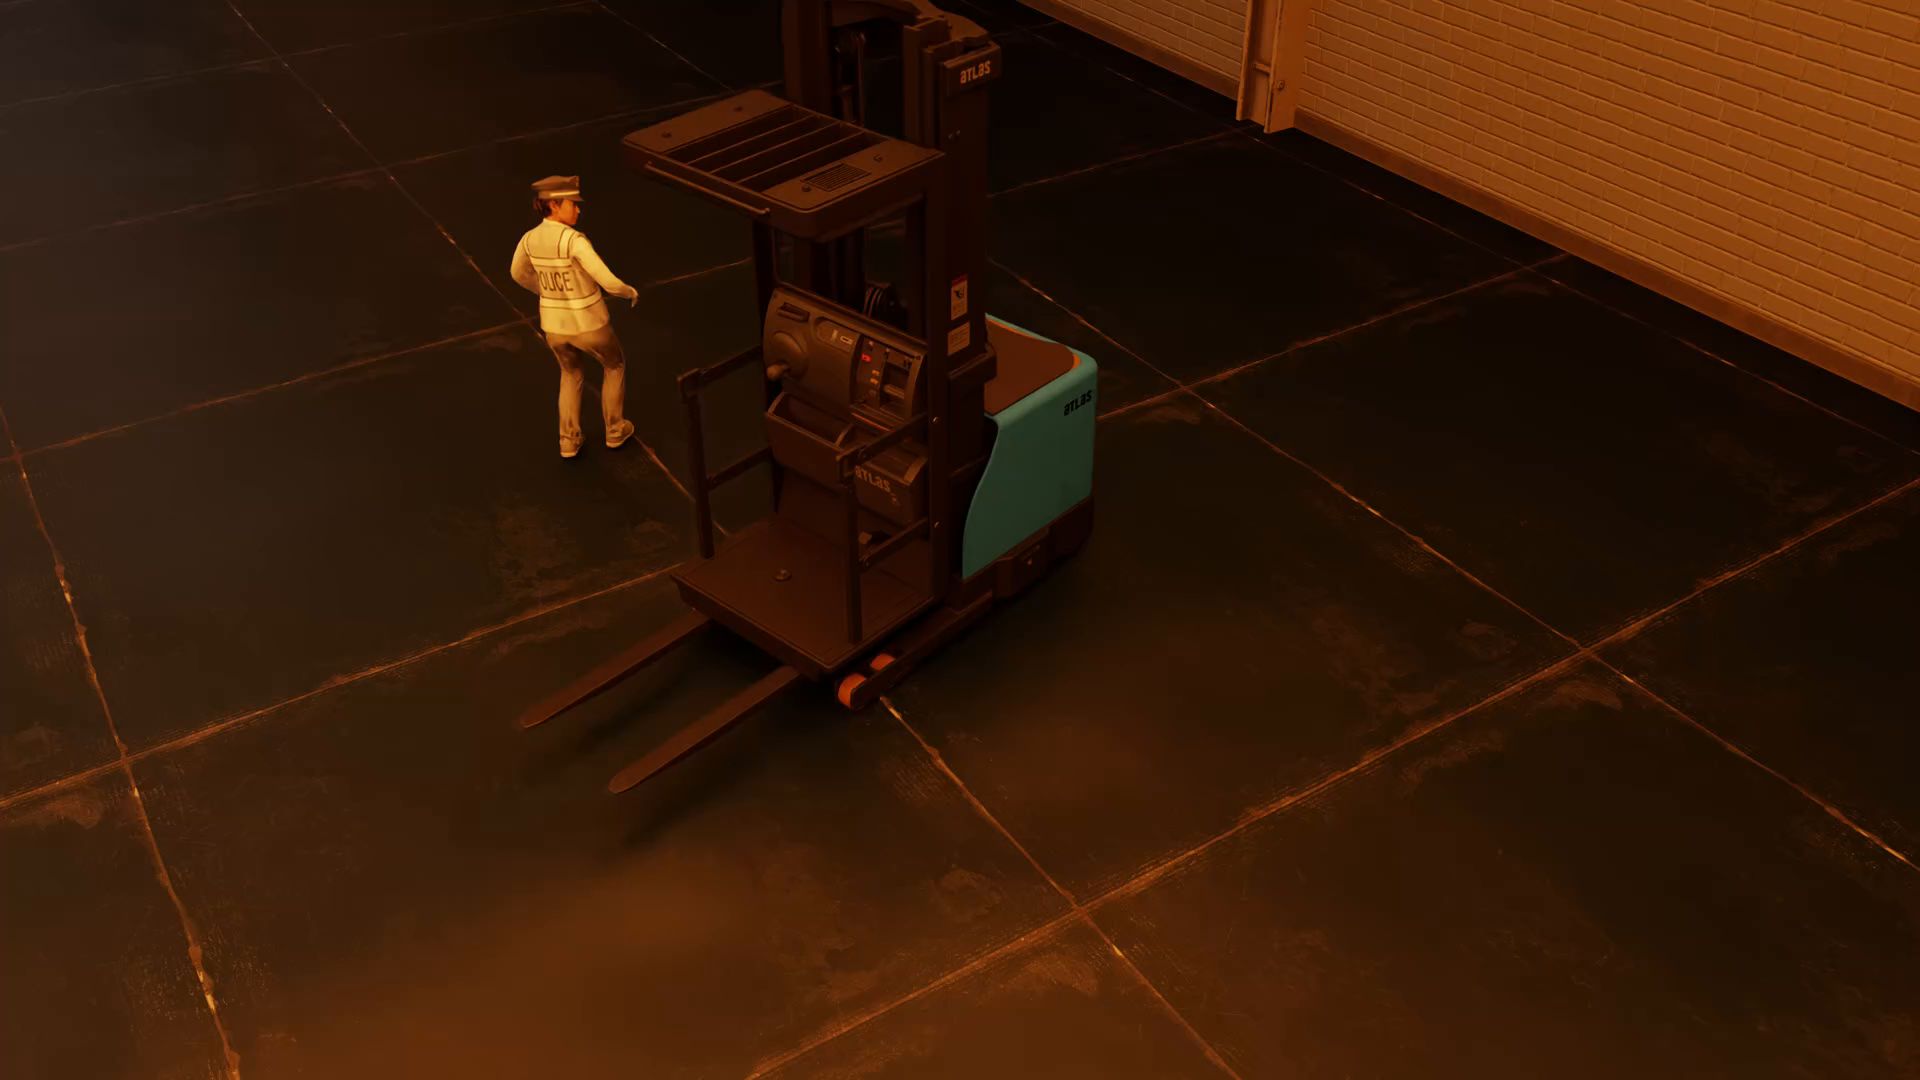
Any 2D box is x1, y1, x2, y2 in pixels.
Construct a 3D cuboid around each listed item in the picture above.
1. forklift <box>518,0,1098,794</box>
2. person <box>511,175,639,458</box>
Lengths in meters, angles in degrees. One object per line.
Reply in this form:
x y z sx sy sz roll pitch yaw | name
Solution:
-0.662 -0.754 7.220 1.130 2.935 3.031 27 43 33 | forklift
-2.080 -1.201 9.024 0.727 1.626 0.505 11 37 15 | person
